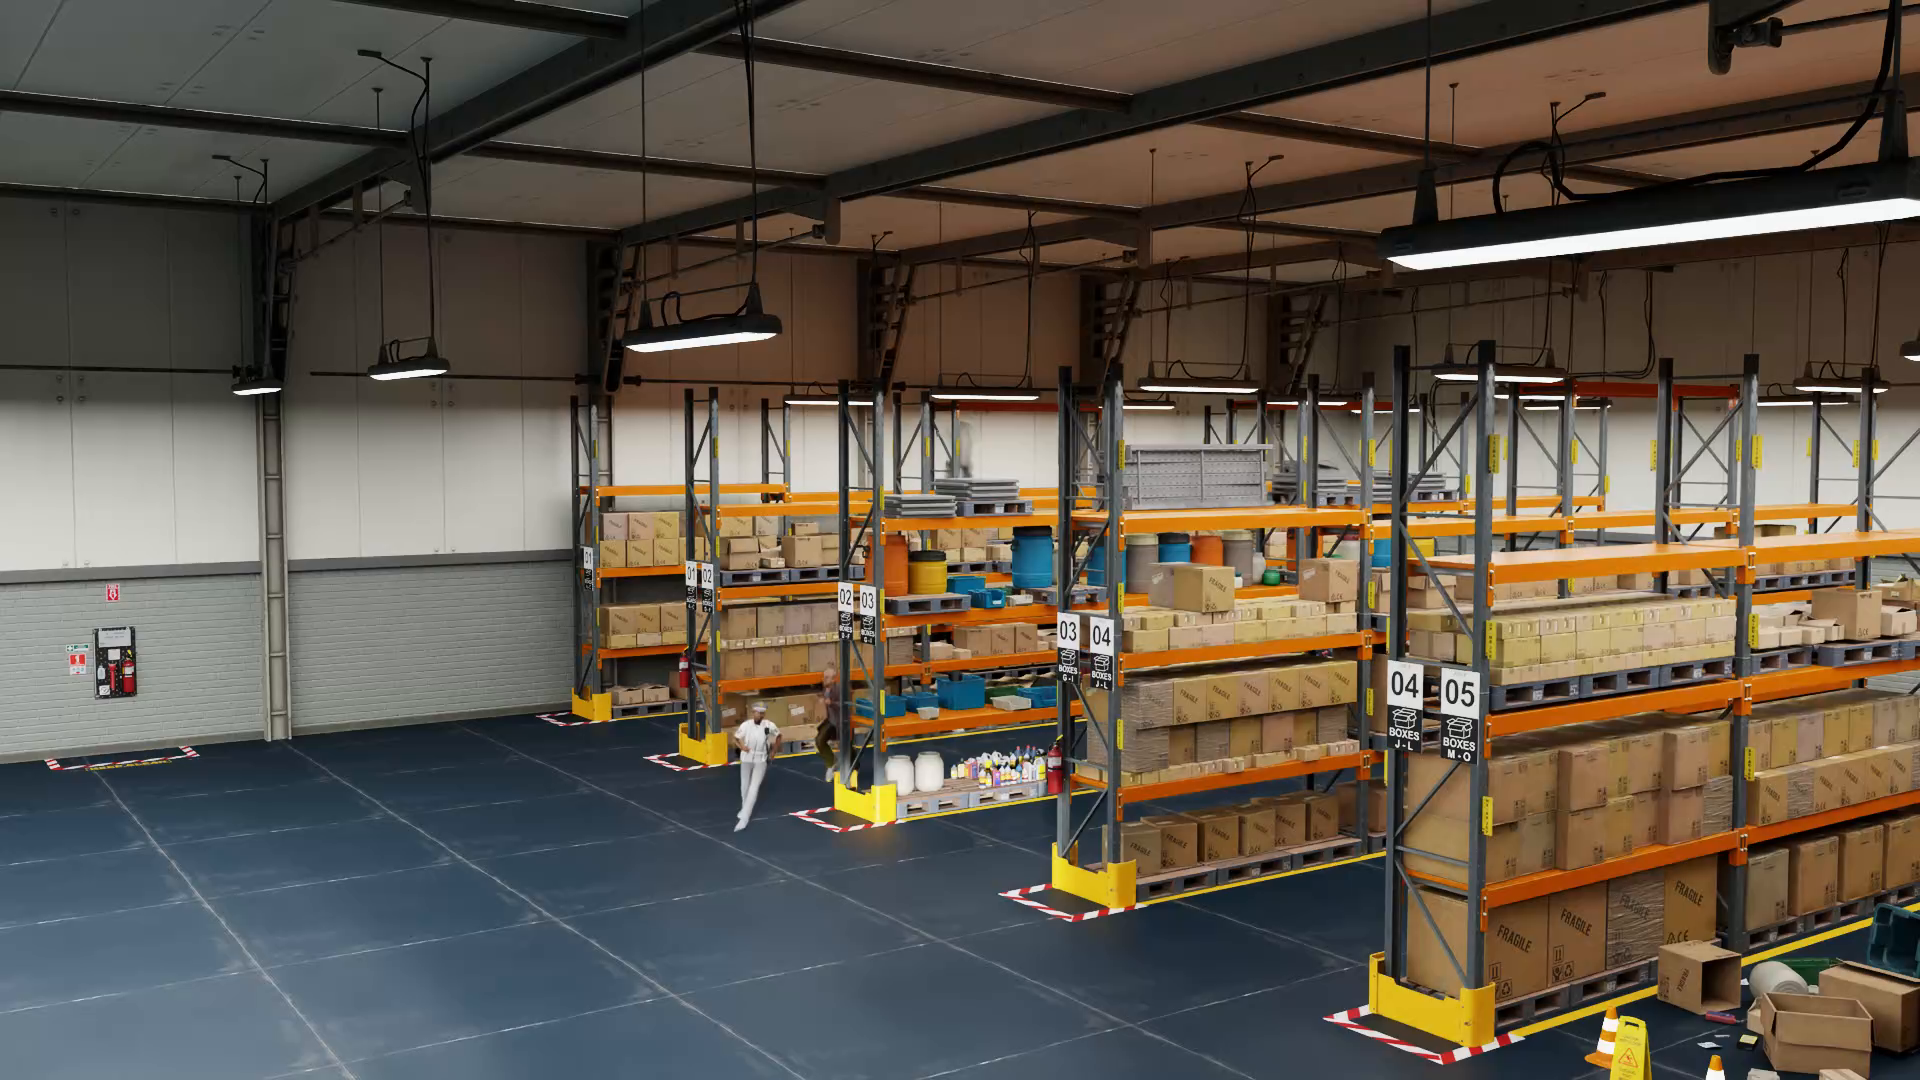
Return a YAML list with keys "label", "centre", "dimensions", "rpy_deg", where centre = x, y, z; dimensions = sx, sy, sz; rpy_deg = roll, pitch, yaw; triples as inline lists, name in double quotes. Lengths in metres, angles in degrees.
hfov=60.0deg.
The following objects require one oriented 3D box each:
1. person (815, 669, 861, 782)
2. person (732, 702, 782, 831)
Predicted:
- label: "person"
  centre: [-1.845, 2.782, 25.084]
  dimensions: [0.691, 1.733, 0.986]
  rpy_deg: [2, 4, 35]
- label: "person"
  centre: [-2.730, 3.002, 22.342]
  dimensions: [0.633, 1.707, 0.812]
  rpy_deg: [0, 3, 3]
